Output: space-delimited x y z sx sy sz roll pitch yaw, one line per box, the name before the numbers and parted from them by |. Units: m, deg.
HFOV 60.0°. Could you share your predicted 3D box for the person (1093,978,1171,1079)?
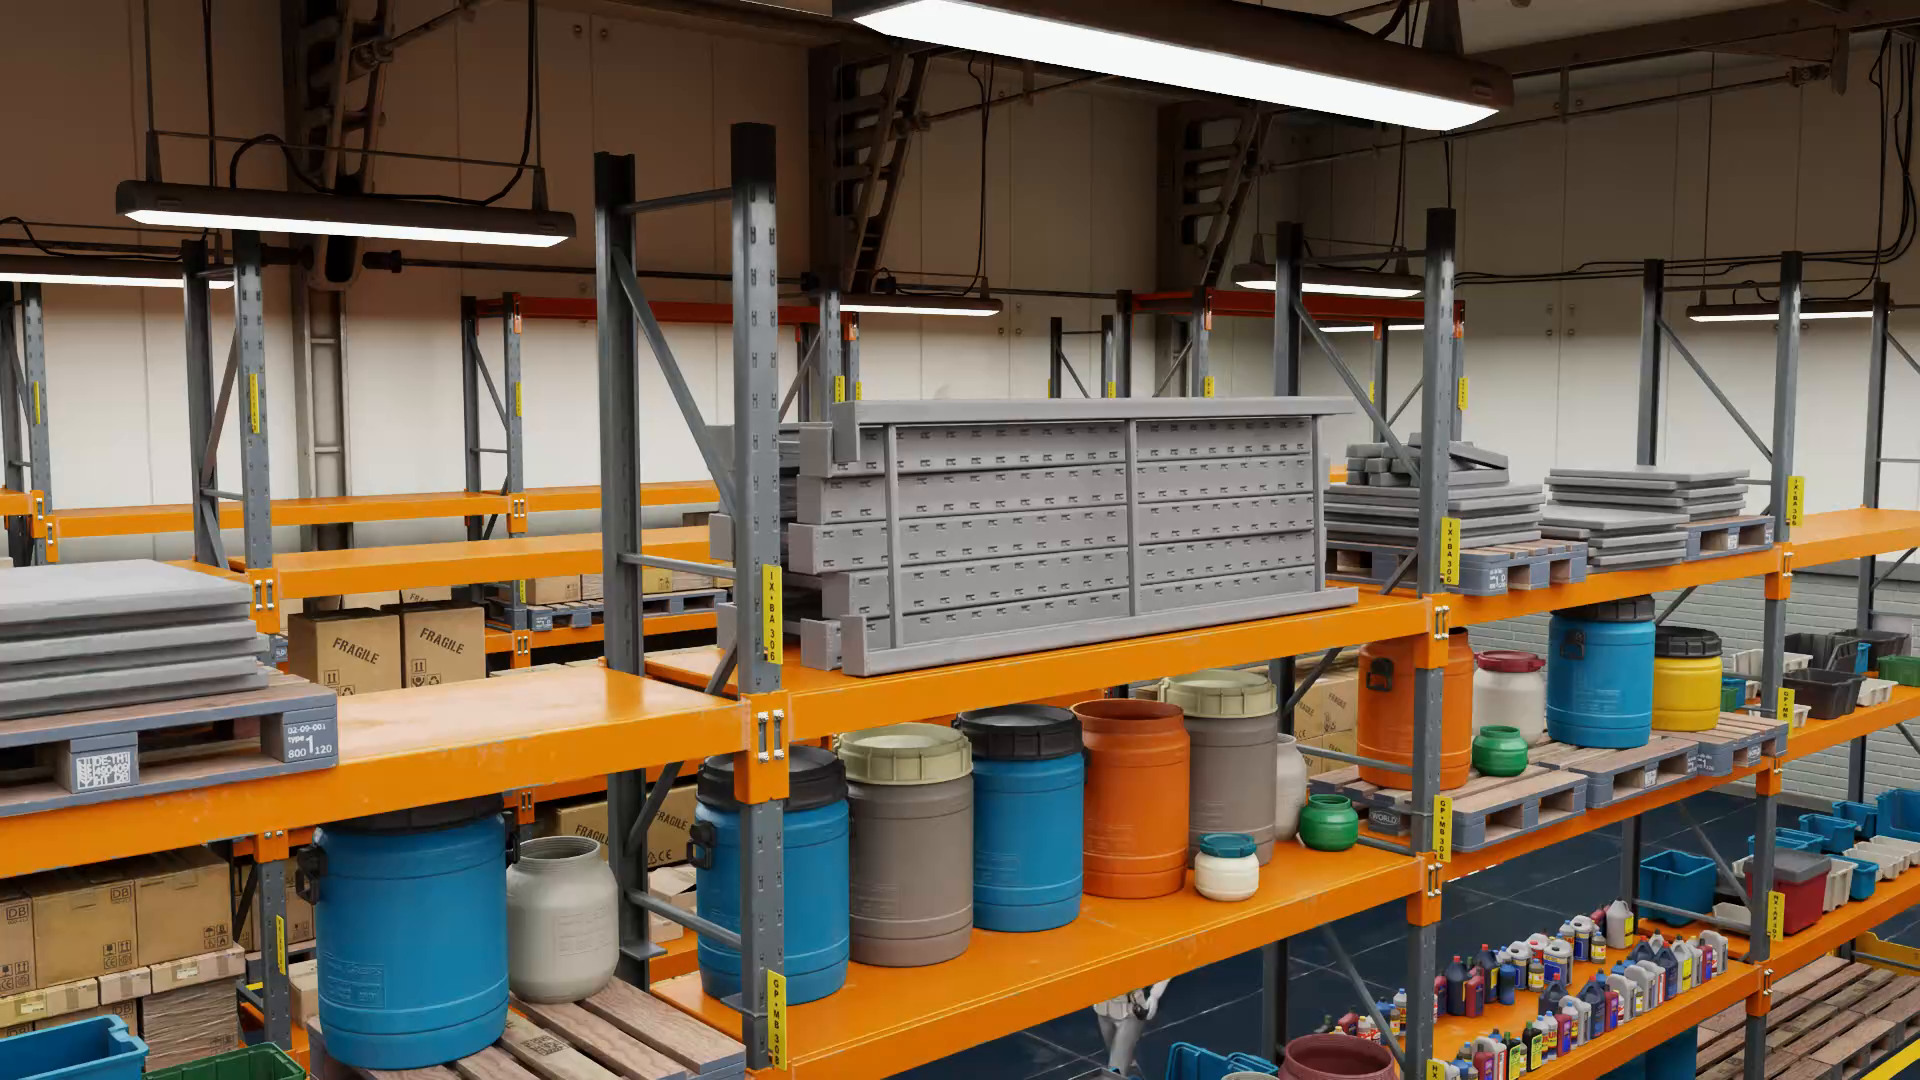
person | 1.085 3.241 11.296 0.604 1.727 0.856 5 7 40
